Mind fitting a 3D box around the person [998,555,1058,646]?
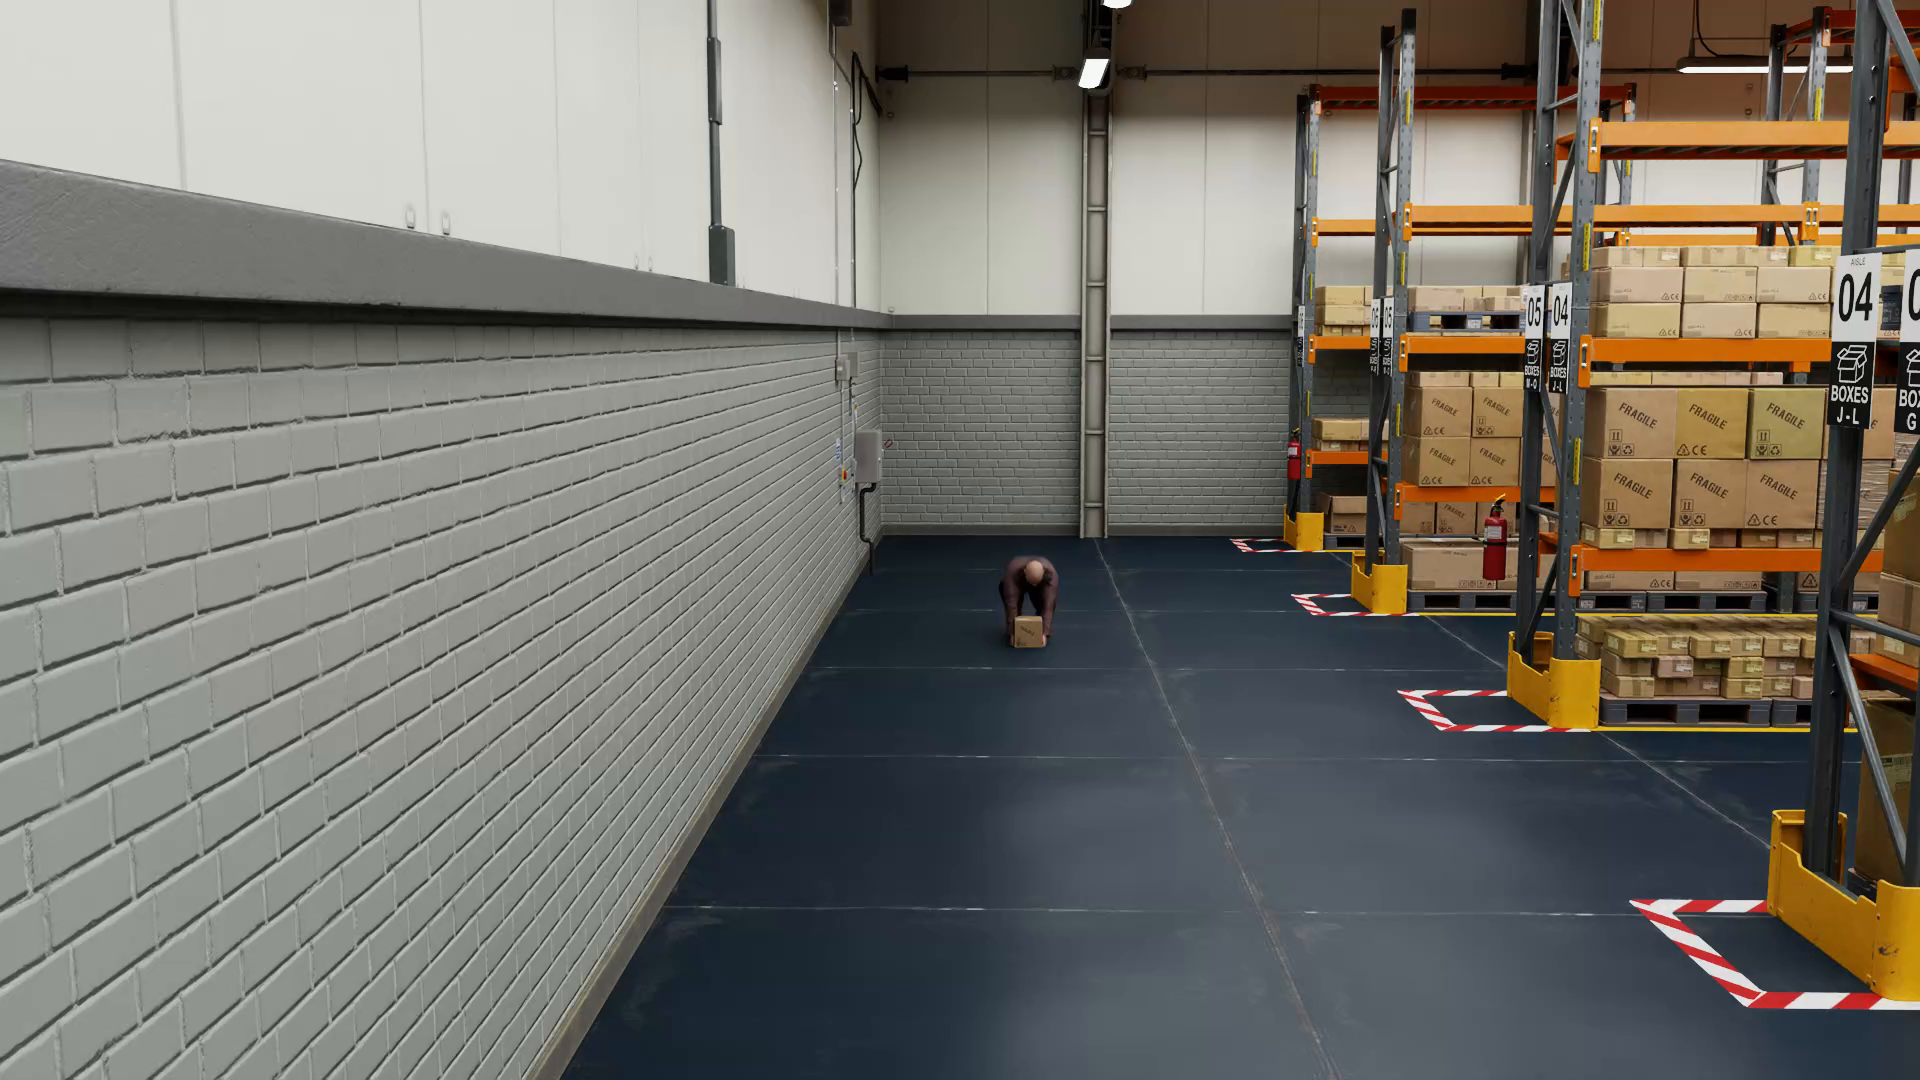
[{"bbox_3d":[0.641,0.541,15.561,0.574,0.807,0.939,0,7,0],"label":"person"}]
